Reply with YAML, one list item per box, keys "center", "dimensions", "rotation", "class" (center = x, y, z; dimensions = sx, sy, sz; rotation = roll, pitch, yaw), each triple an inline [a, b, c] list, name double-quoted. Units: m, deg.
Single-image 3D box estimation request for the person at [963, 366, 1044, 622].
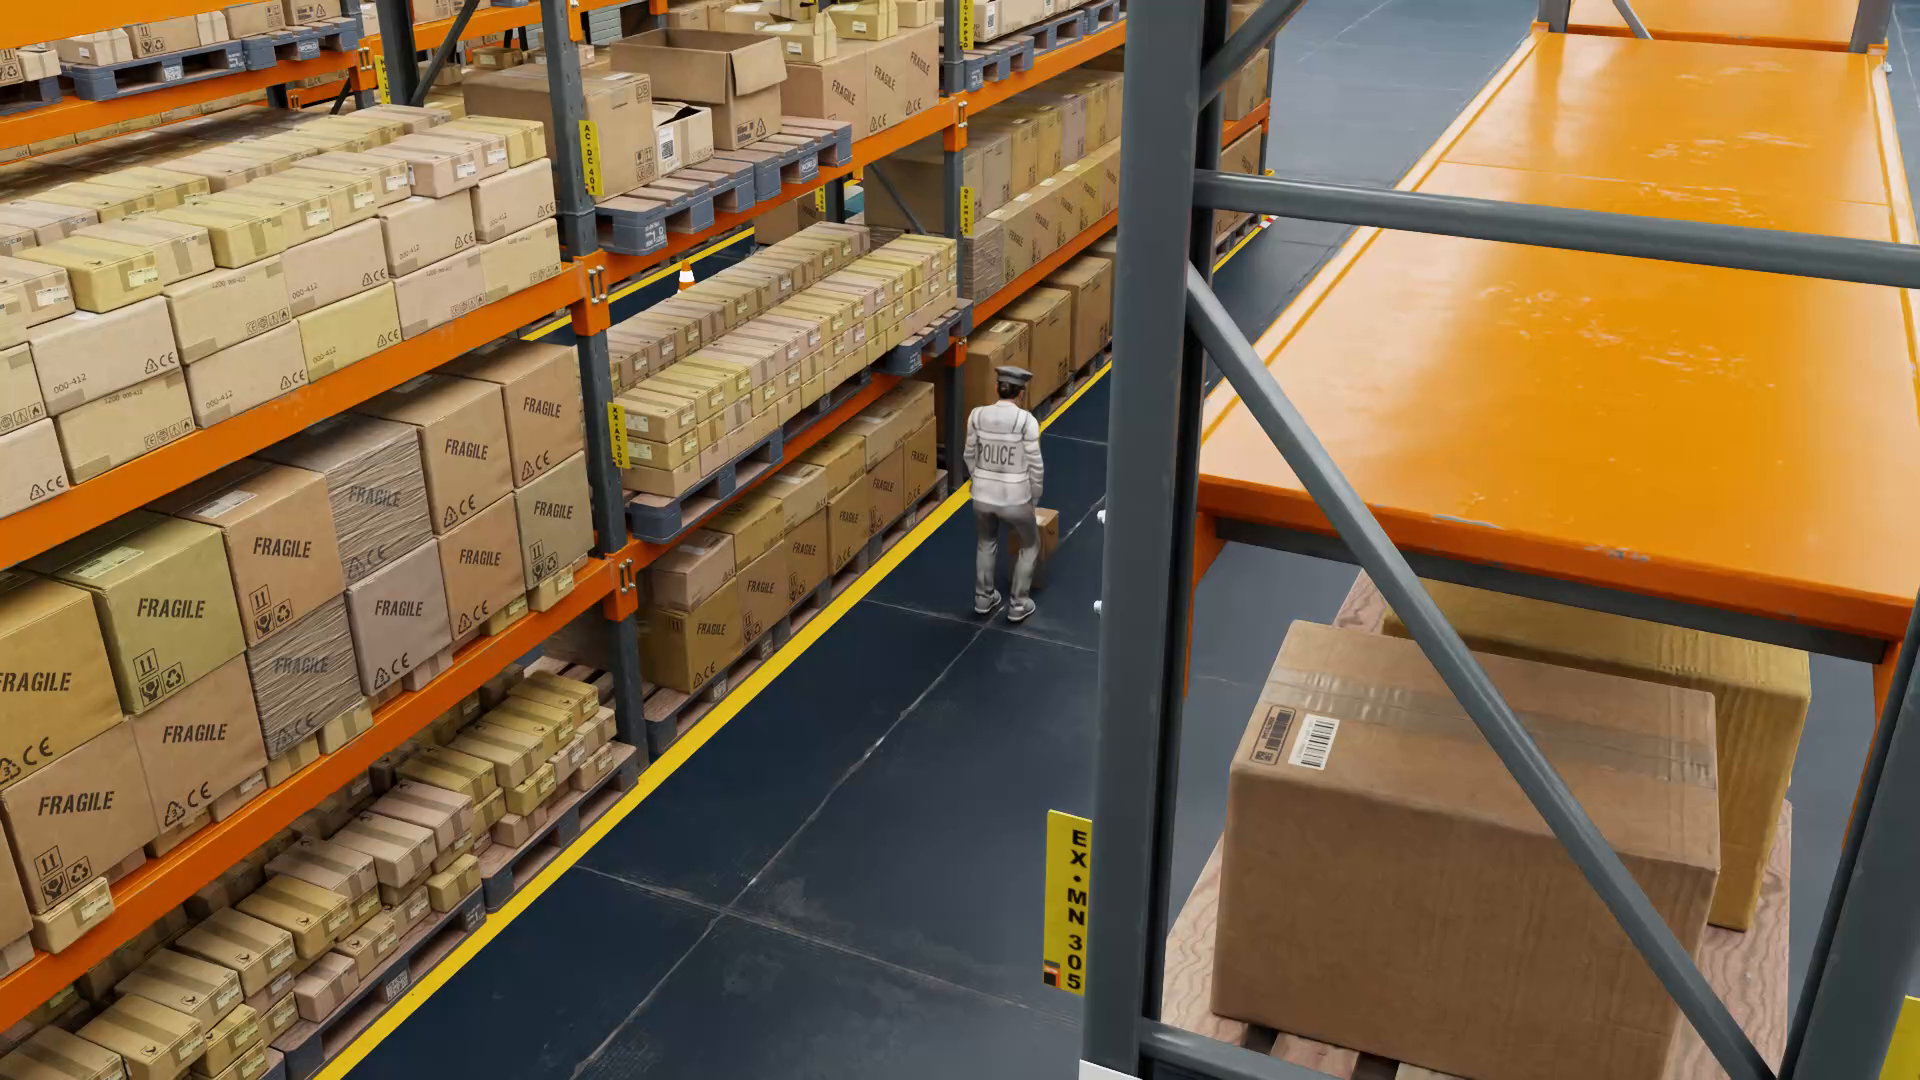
- center: [0.261, -0.281, 10.099]
  dimensions: [0.516, 1.576, 0.526]
  rotation: [12, 29, 22]
  class: "person"
